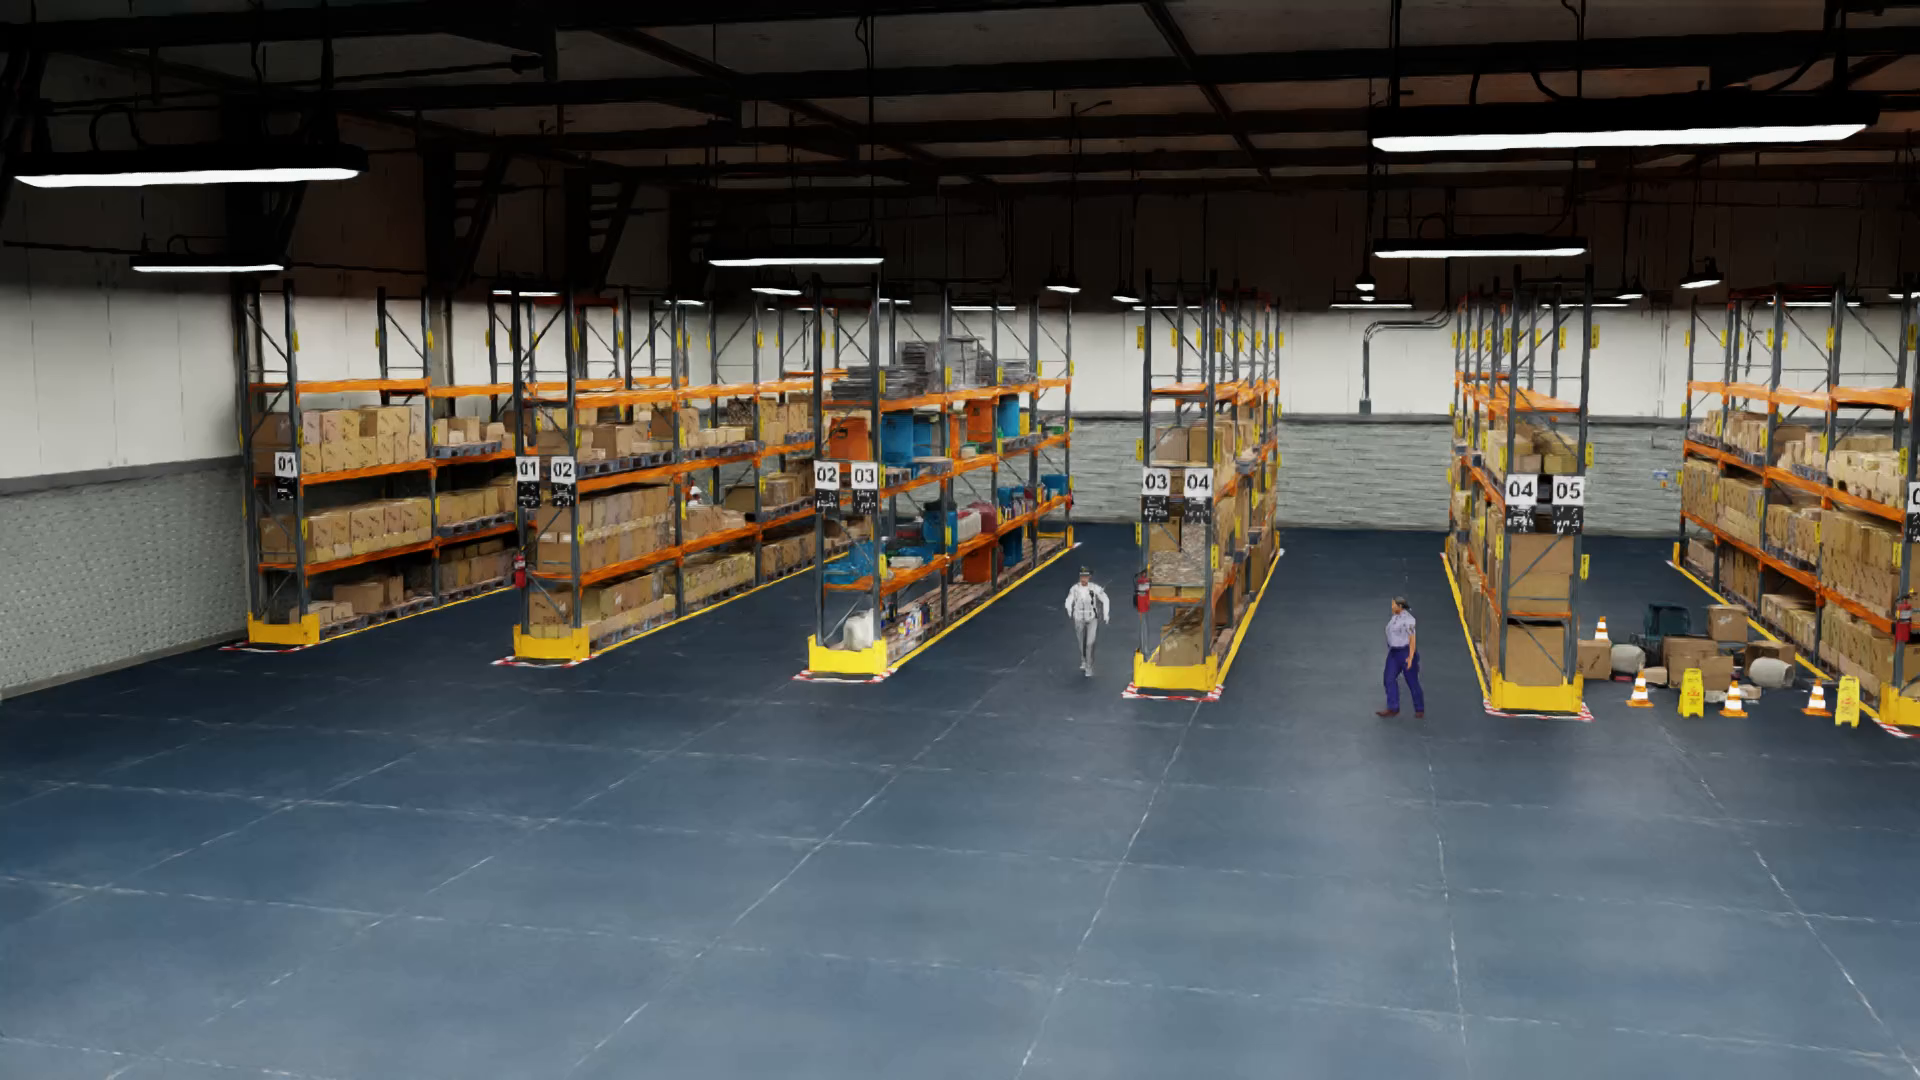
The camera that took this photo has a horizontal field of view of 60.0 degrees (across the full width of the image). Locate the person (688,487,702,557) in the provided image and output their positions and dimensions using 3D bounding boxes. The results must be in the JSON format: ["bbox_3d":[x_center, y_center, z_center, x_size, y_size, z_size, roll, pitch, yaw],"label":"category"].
[{"bbox_3d":[-5.781,-0.291,36.716,0.448,1.780,0.586,-2,7,-16],"label":"person"}]

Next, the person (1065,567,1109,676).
[{"bbox_3d":[1.907,1.190,25.148,0.636,1.621,0.814,2,7,19],"label":"person"}]

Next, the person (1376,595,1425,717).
[{"bbox_3d":[5.927,1.547,22.177,0.558,1.641,0.544,-3,7,-21],"label":"person"}]

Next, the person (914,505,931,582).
[{"bbox_3d":[-0.756,0.044,34.670,0.456,1.589,1.088,2,7,17],"label":"person"}]
